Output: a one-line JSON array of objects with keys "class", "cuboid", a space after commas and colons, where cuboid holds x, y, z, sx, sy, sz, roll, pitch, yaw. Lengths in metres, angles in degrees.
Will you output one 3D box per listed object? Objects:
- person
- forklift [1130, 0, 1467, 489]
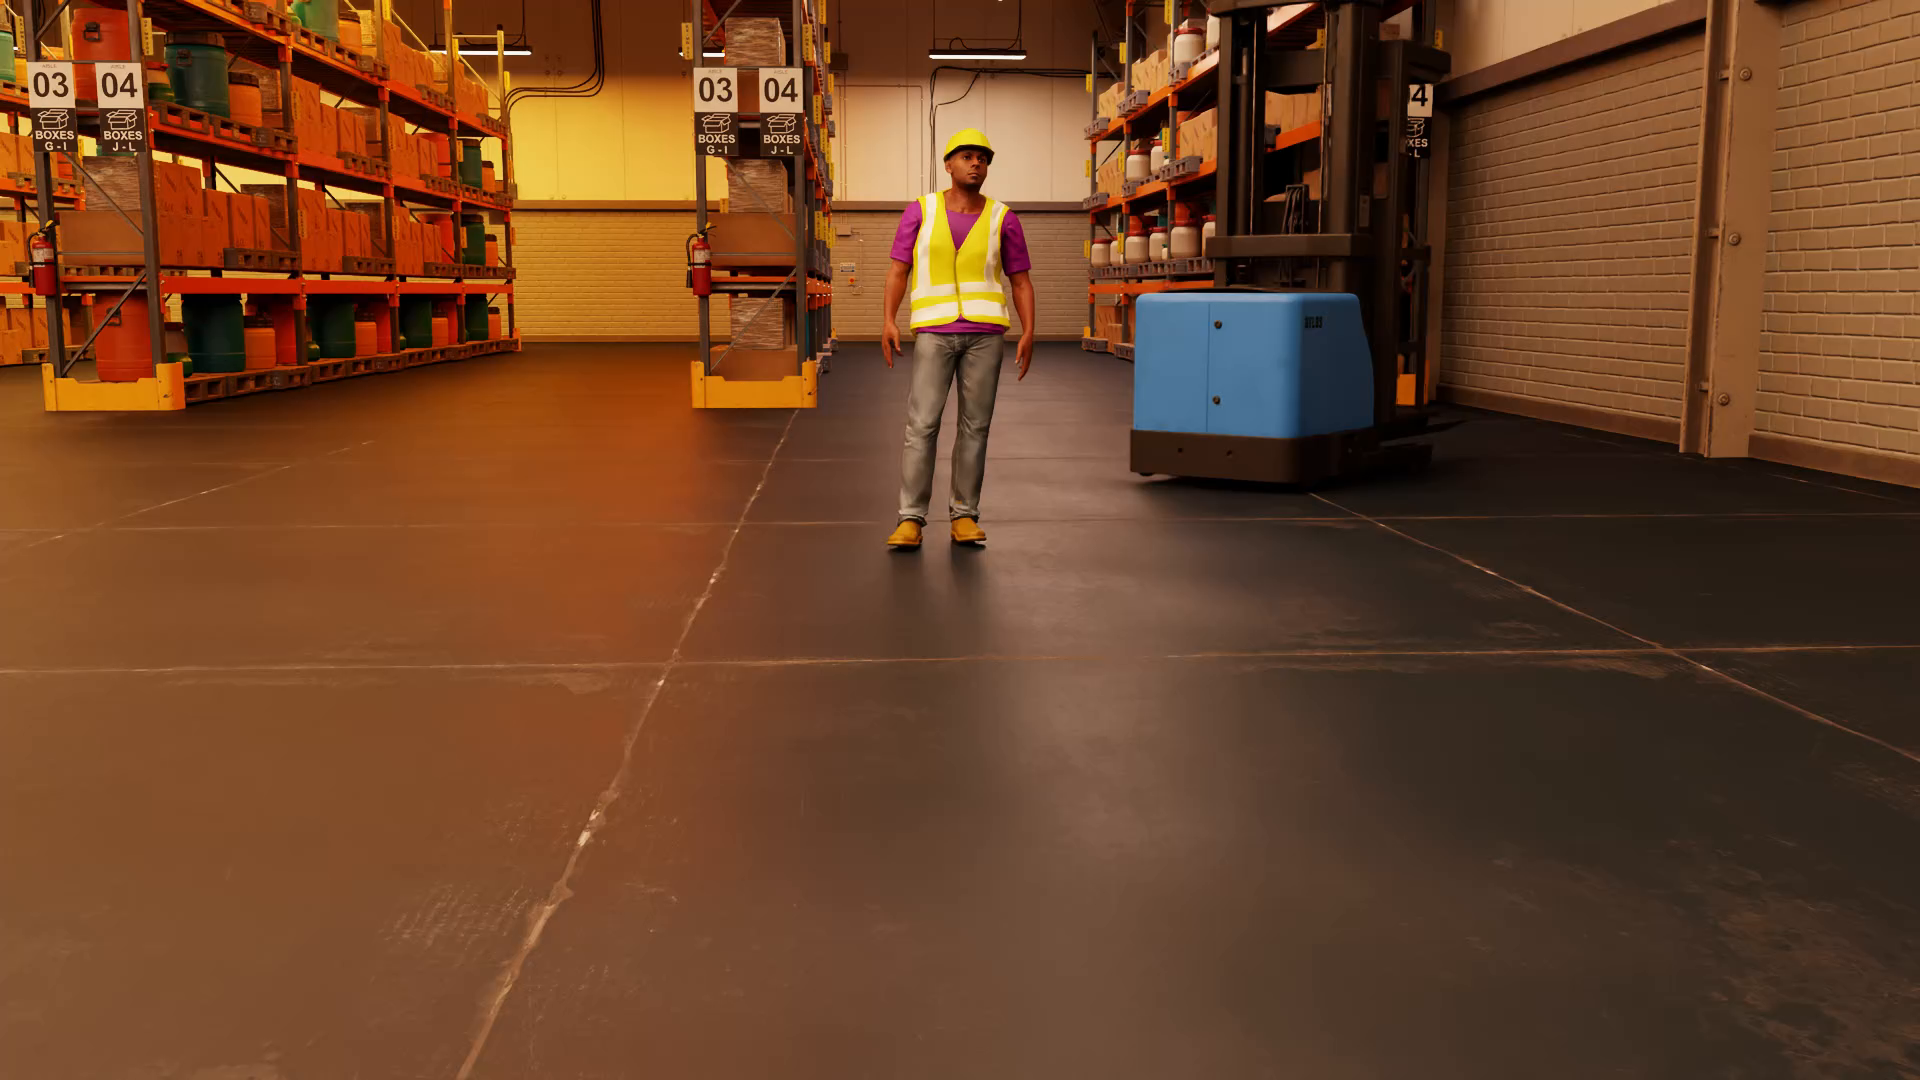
[{"class": "person", "cuboid": [-0.002, -0.870, 7.110, 0.666, 1.765, 0.577, -1, 8, -4]}, {"class": "forklift", "cuboid": [2.258, -1.897, 10.108, 1.130, 2.935, 3.031, 6, 11, 37]}]
